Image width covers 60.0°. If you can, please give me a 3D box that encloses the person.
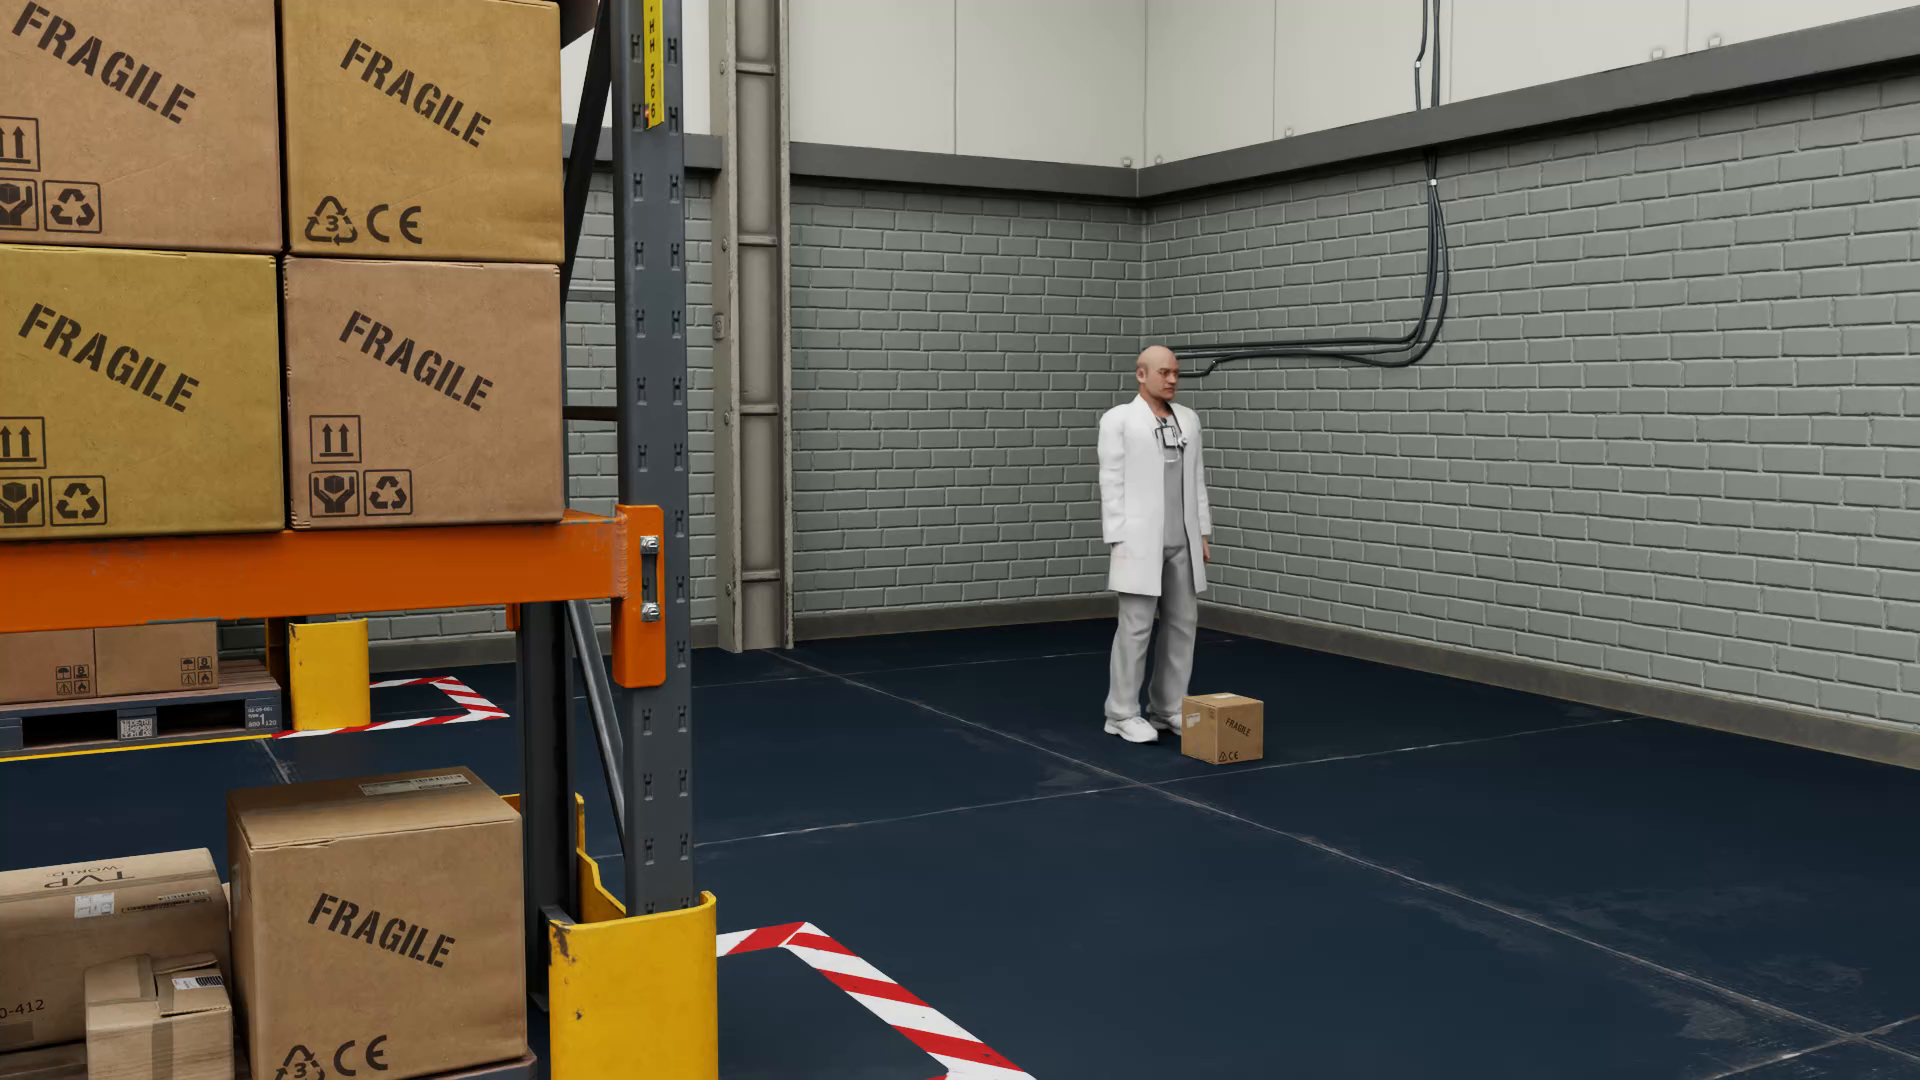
[{"bbox_3d":[0.909,0.012,7.552,0.562,1.777,0.379,-3,6,-27],"label":"person"}]
